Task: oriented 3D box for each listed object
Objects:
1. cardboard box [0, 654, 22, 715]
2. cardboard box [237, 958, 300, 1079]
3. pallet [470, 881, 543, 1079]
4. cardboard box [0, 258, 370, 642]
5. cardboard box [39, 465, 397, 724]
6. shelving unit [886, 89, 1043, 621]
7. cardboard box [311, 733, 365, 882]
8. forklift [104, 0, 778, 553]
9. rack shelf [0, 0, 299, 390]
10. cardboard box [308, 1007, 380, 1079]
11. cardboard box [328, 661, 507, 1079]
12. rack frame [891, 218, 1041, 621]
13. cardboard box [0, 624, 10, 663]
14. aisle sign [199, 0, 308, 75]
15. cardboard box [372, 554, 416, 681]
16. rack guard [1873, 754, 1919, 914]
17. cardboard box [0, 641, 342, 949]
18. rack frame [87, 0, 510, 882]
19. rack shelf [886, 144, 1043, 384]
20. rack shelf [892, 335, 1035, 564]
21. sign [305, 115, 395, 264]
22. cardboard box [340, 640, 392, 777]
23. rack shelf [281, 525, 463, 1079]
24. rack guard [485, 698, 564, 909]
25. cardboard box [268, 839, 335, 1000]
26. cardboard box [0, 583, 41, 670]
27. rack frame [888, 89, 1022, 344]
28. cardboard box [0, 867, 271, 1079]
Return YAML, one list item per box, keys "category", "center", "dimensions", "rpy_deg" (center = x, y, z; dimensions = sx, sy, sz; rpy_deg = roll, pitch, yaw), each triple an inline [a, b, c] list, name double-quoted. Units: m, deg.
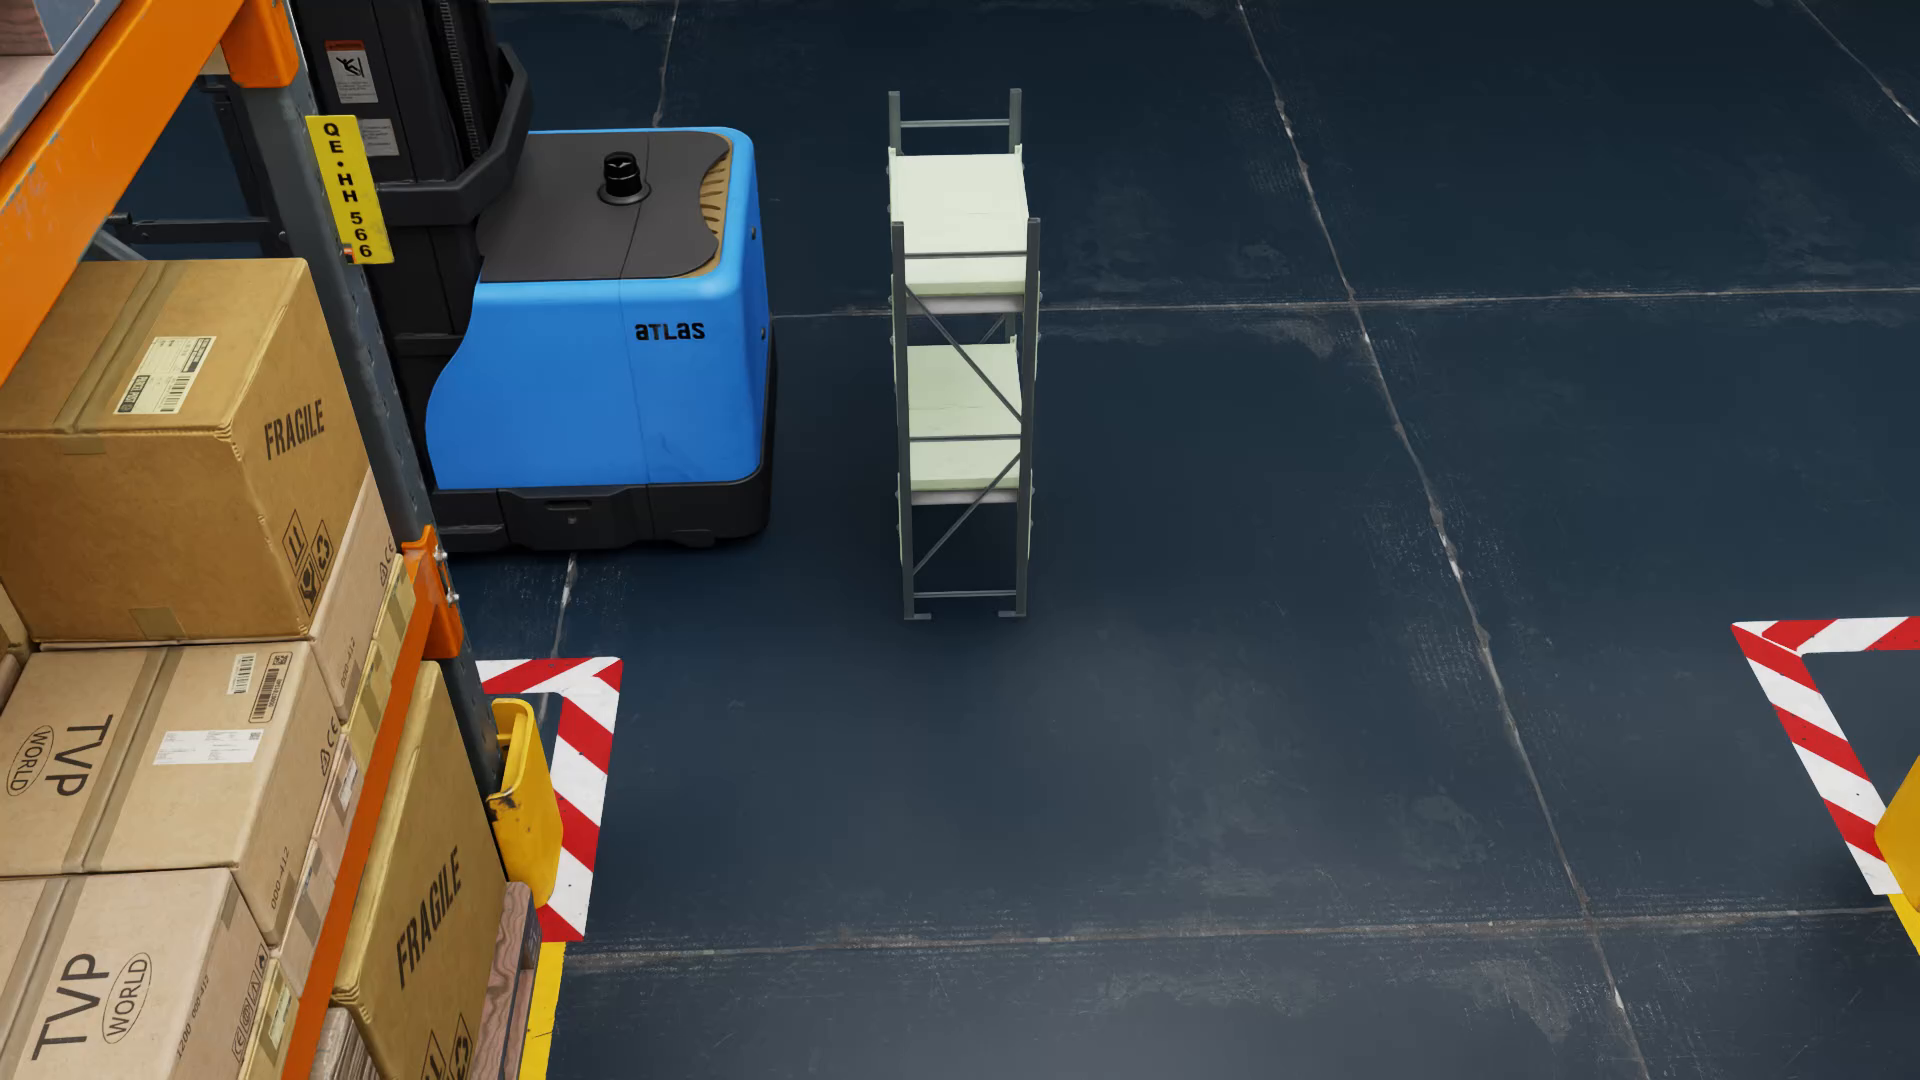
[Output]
- category: "cardboard box"
  center: [-1.952, 0.471, 2.907]
  dimensions: [0.500, 0.250, 0.500]
  rpy_deg: [-2, 43, -2]
- category: "cardboard box"
  center: [-1.342, 0.856, 2.782]
  dimensions: [0.380, 0.149, 0.250]
  rpy_deg: [-3, 43, -3]
- category: "pallet"
  center: [-1.619, 1.408, 4.057]
  dimensions: [1.003, 0.211, 1.213]
  rpy_deg: [-2, 43, -2]
- category: "cardboard box"
  center: [-1.448, -0.167, 3.048]
  dimensions: [0.500, 0.500, 0.500]
  rpy_deg: [-1, 43, -1]
- category: "cardboard box"
  center: [-1.445, 0.108, 3.303]
  dimensions: [0.500, 0.250, 0.500]
  rpy_deg: [-2, 43, -2]
- category: "shelving unit"
  center: [0.000, -0.548, 5.238]
  dimensions: [0.431, 1.500, 0.755]
  rpy_deg: [-2, 43, -2]
- category: "cardboard box"
  center: [-1.365, 0.512, 3.157]
  dimensions: [0.380, 0.149, 0.250]
  rpy_deg: [-2, 43, -2]
- category: "forklift"
  center: [-2.191, -1.348, 5.051]
  dimensions: [3.031, 2.935, 1.130]
  rpy_deg: [-2, 43, -2]
- category: "rack shelf"
  center: [-1.646, 0.353, 1.458]
  dimensions: [1.077, 0.370, 4.000]
  rpy_deg: [-2, 43, -2]
- category: "cardboard box"
  center: [-1.585, 1.515, 3.138]
  dimensions: [0.875, 0.875, 0.875]
  rpy_deg: [-2, 43, -2]
- category: "cardboard box"
  center: [-1.624, 0.901, 3.809]
  dimensions: [0.875, 0.875, 0.875]
  rpy_deg: [-2, 43, -2]
- category: "rack frame"
  center: [0.016, -0.301, 4.969]
  dimensions: [0.400, 1.500, 0.023]
  rpy_deg: [-2, 43, -2]
- category: "cardboard box"
  center: [-1.959, 0.181, 2.668]
  dimensions: [0.500, 0.500, 0.500]
  rpy_deg: [-3, 43, -3]
- category: "aisle sign"
  center: [-1.434, -1.173, 2.885]
  dimensions: [0.394, 0.787, 0.004]
  rpy_deg: [-2, 43, -2]
- category: "cardboard box"
  center: [-1.387, 0.166, 3.534]
  dimensions: [0.380, 0.149, 0.250]
  rpy_deg: [-1, 43, -1]
- category: "rack guard"
  center: [3.232, 0.742, 4.571]
  dimensions: [1.175, 0.500, 0.348]
  rpy_deg: [-2, 43, -2]
- category: "cardboard box"
  center: [-1.424, 0.451, 2.929]
  dimensions: [0.500, 0.250, 0.500]
  rpy_deg: [-2, 43, -3]
- category: "rack frame"
  center: [-1.731, -0.157, 3.702]
  dimensions: [1.000, 3.000, 0.127]
  rpy_deg: [-2, 43, -2]
- category: "rack shelf"
  center: [0.000, -0.836, 4.975]
  dimensions: [0.431, 0.370, 0.720]
  rpy_deg: [-2, 43, -2]
- category: "rack shelf"
  center: [0.000, -0.308, 5.459]
  dimensions: [0.431, 0.370, 0.720]
  rpy_deg: [-2, 43, -2]
- category: "sign"
  center: [-1.188, -0.677, 3.237]
  dimensions: [0.100, 0.325, 0.005]
  rpy_deg: [-2, 43, -2]
- category: "cardboard box"
  center: [-1.374, 0.342, 3.343]
  dimensions: [0.380, 0.149, 0.250]
  rpy_deg: [-1, 43, -1]
- category: "rack shelf"
  center: [-1.646, 1.458, 2.472]
  dimensions: [1.077, 0.370, 4.000]
  rpy_deg: [-2, 43, -2]
- category: "rack guard"
  center: [-1.732, 0.748, 4.564]
  dimensions: [1.175, 0.500, 0.348]
  rpy_deg: [-2, 43, -2]
- category: "cardboard box"
  center: [-1.355, 0.681, 2.973]
  dimensions: [0.380, 0.149, 0.250]
  rpy_deg: [-1, 43, -1]
- category: "cardboard box"
  center: [-1.980, 0.120, 3.290]
  dimensions: [0.500, 0.250, 0.500]
  rpy_deg: [-3, 43, -3]
- category: "rack frame"
  center: [-0.015, -0.795, 5.508]
  dimensions: [0.400, 1.500, 0.023]
  rpy_deg: [-2, 43, -2]
- category: "cardboard box"
  center: [-1.403, 0.794, 2.555]
  dimensions: [0.500, 0.250, 0.500]
  rpy_deg: [-3, 43, -3]
